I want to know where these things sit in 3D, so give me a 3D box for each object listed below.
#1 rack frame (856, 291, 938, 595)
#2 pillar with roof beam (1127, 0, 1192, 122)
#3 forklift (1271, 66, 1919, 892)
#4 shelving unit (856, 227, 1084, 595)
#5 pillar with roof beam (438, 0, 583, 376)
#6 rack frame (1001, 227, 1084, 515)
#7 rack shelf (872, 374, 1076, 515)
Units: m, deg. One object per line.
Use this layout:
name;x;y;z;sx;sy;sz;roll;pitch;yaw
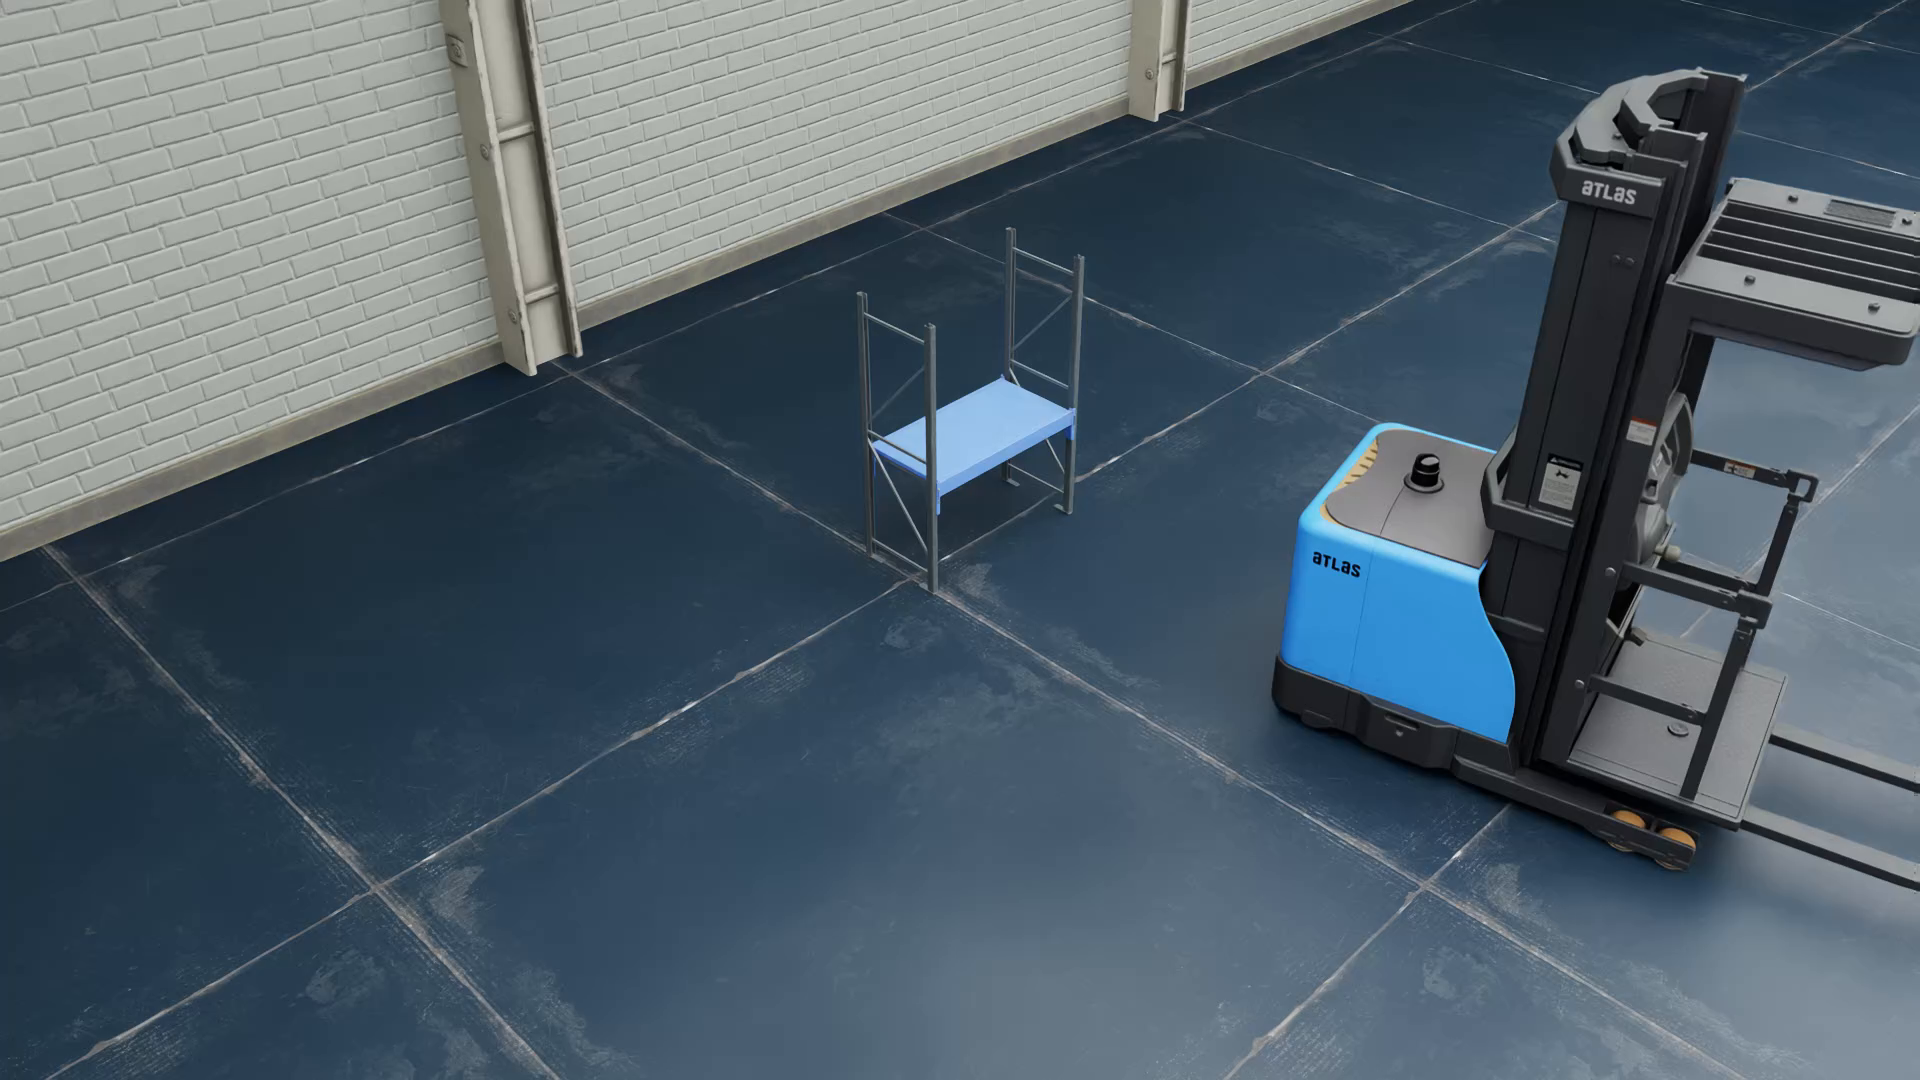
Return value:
rack frame;-0.298;-0.443;8.065;0.500;1.500;0.032;30;45;35
pillar with roof beam;4.680;-5.534;8.809;9.100;9.000;0.400;30;45;35
forklift;2.943;-0.203;6.470;3.031;2.935;1.130;20;39;26
shelving unit;0.060;-0.650;8.361;0.538;1.500;1.048;30;45;35
pillar with roof beam;0.453;-3.098;5.316;9.100;9.000;0.400;30;45;35
rack frame;0.418;-0.856;8.657;0.500;1.500;0.032;30;45;35
rack shelf;0.060;-0.502;8.464;0.538;0.185;1.000;30;45;35
